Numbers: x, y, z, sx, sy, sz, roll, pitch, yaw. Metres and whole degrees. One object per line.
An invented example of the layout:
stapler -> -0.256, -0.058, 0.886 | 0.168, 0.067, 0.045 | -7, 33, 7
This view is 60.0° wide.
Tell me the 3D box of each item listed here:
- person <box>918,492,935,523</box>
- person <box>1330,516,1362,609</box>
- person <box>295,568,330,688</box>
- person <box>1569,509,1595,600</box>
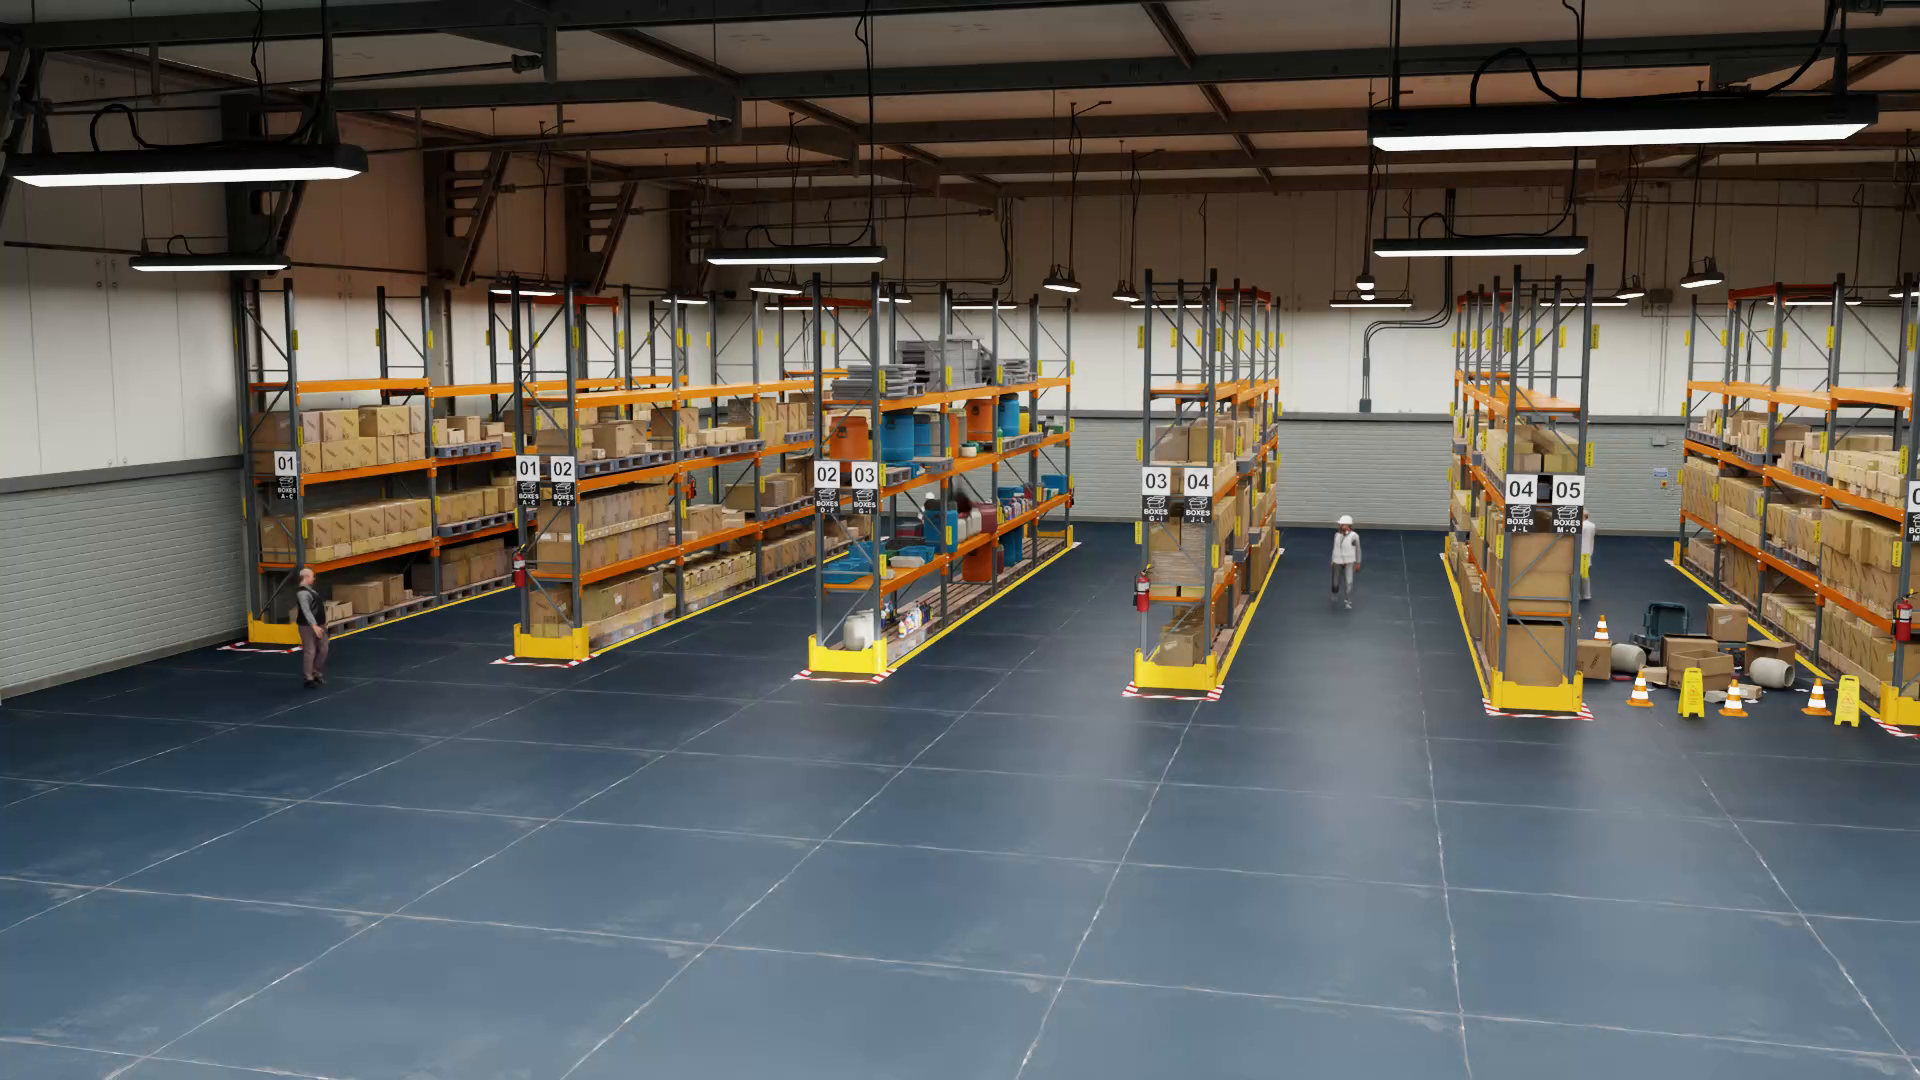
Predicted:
person -> -0.641, -0.173, 36.140 | 0.623, 1.727, 1.038 | 2, 7, 16
person -> 7.237, 0.397, 31.187 | 0.562, 1.731, 0.841 | 1, 7, 11
person -> -9.381, 1.281, 24.109 | 0.560, 1.751, 0.593 | 1, 7, 10
person -> 11.923, 0.290, 32.082 | 0.632, 1.794, 0.418 | -4, 8, -32
